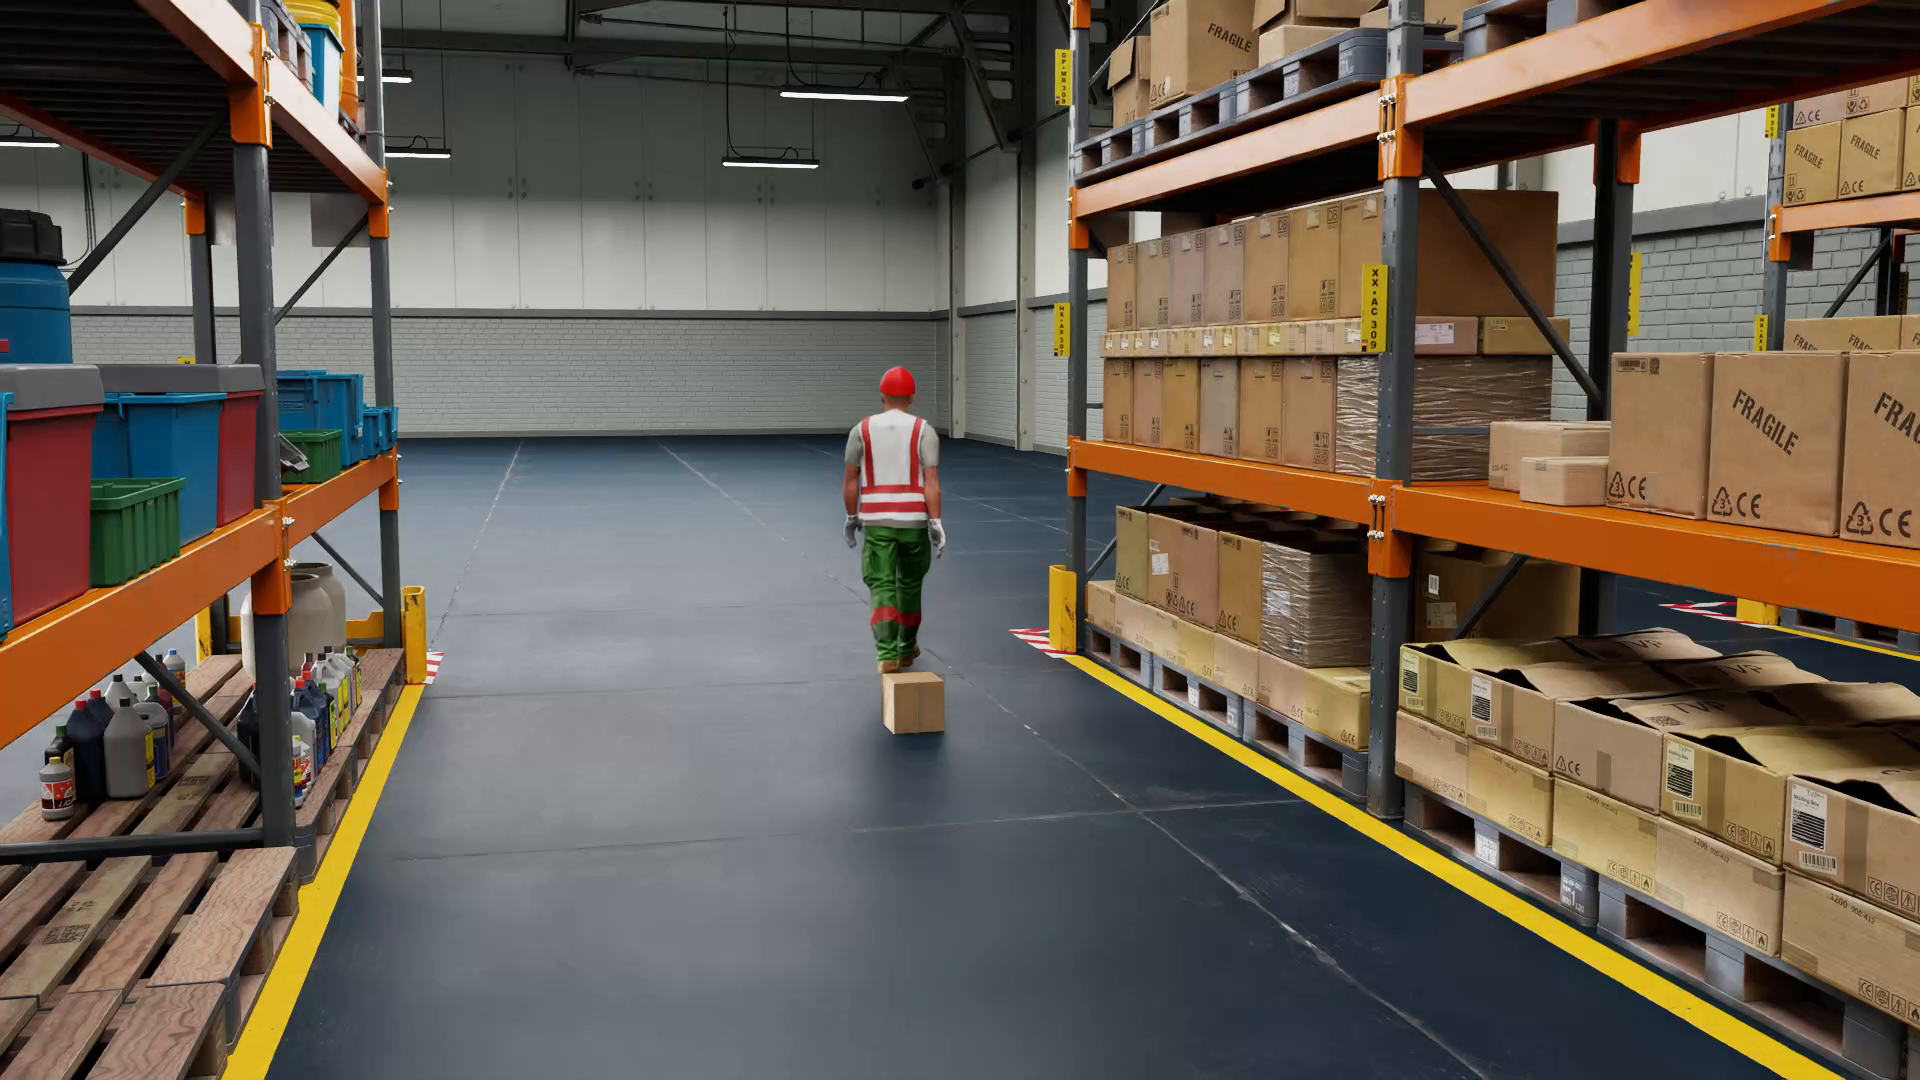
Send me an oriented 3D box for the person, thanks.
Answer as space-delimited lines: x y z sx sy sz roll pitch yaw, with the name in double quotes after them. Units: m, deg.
-0.372 -0.100 9.338 0.575 1.742 1.082 0 6 -2 "person"
